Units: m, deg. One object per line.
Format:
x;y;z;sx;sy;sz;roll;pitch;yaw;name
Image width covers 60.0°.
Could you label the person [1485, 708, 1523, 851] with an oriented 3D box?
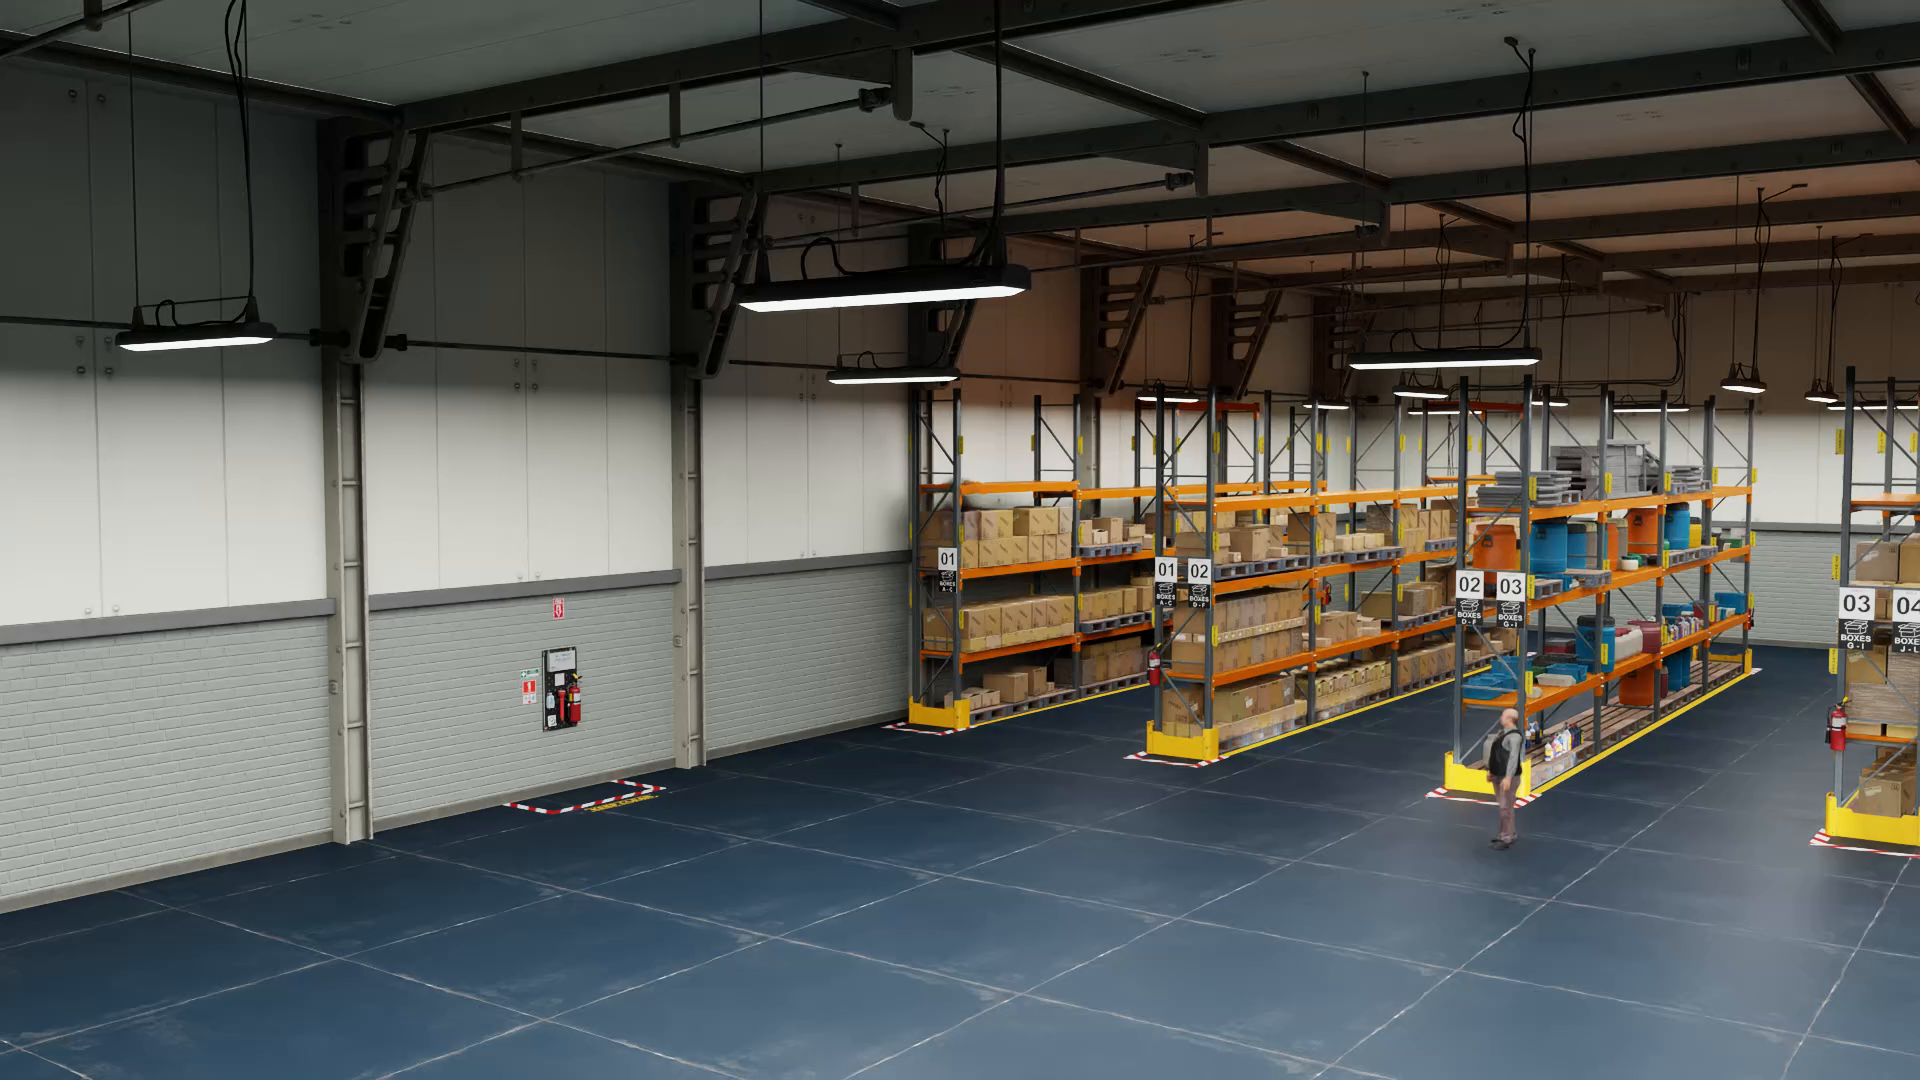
6.755;2.969;20.701;0.520;1.746;0.550;-1;3;-14;person
